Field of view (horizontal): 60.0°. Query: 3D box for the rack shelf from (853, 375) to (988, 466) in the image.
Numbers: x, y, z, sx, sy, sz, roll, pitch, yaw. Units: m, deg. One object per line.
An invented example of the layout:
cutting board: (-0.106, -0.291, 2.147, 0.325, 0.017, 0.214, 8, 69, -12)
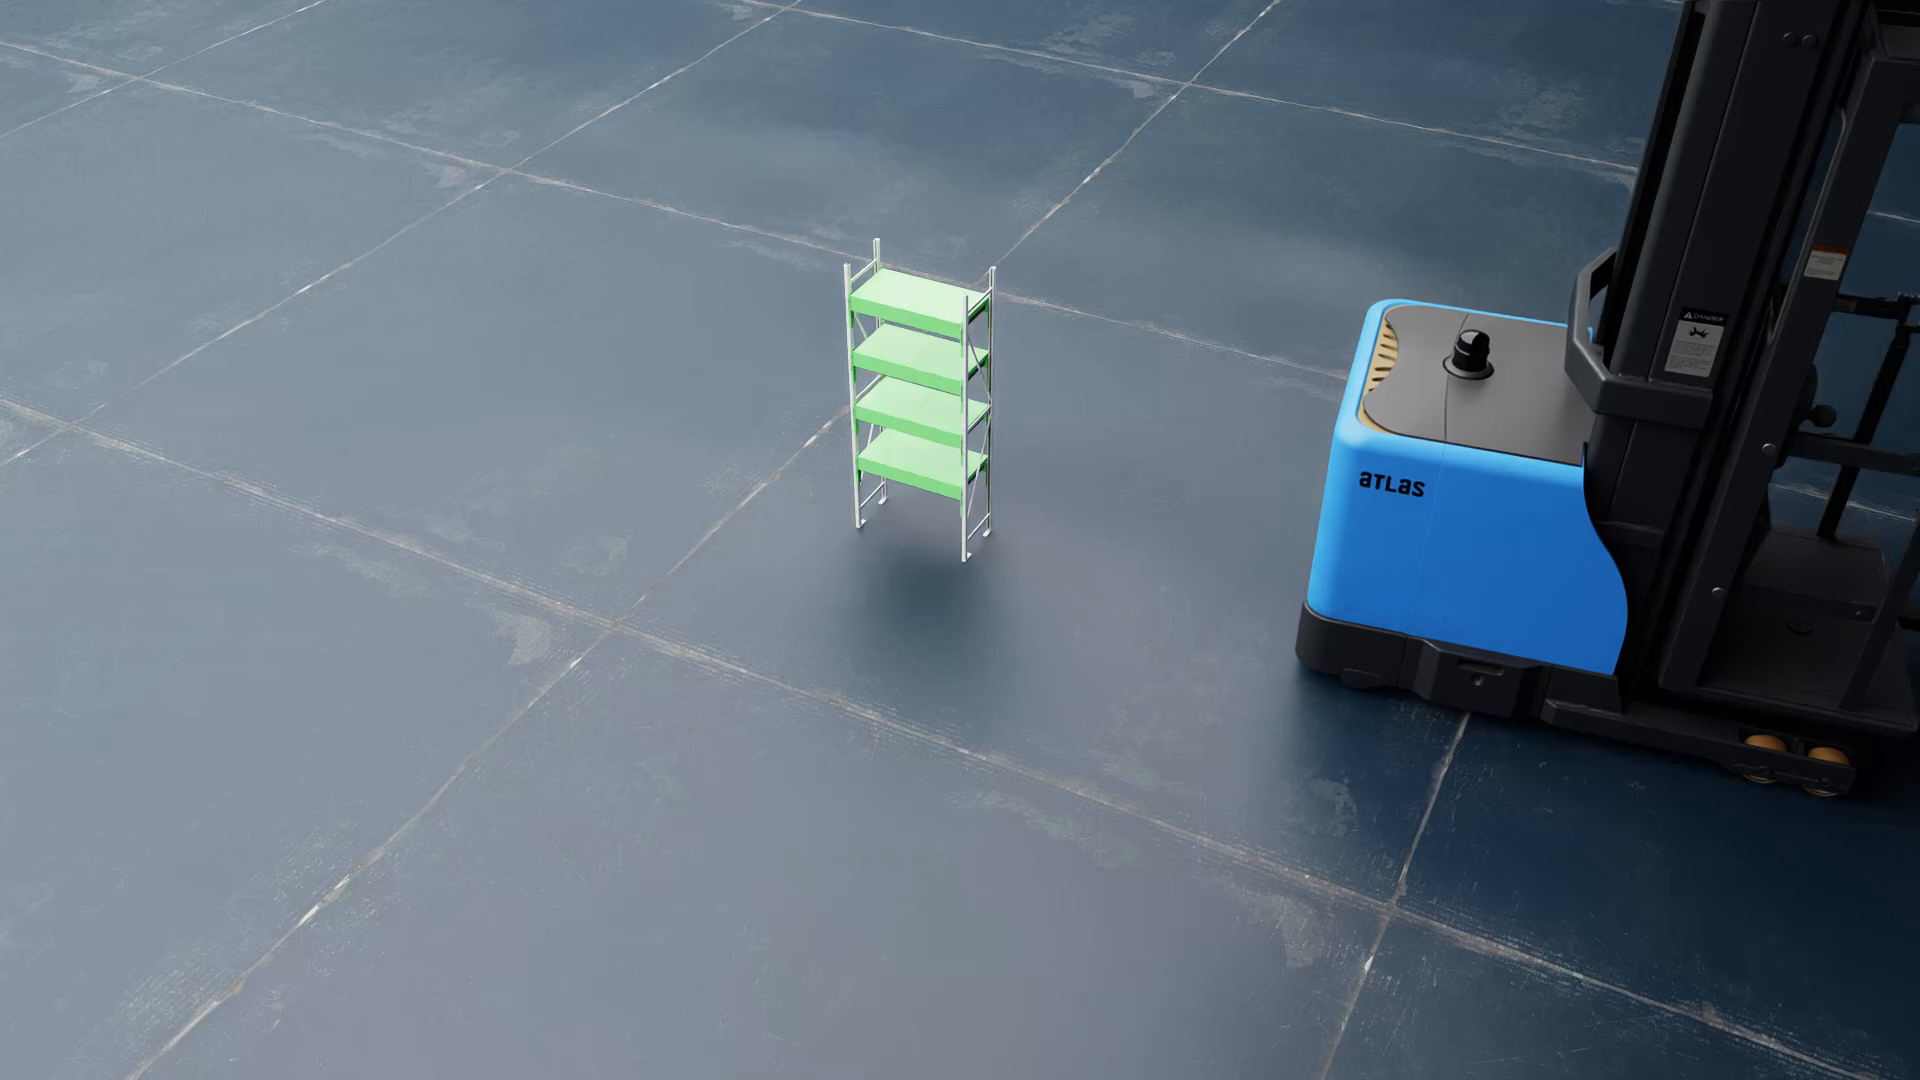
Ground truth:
rack shelf: (-0.147, -0.473, 6.487, 0.480, 0.148, 0.258, 17, 41, 21)

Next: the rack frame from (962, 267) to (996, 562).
rack frame: (0.070, -0.456, 6.358, 0.015, 1.200, 0.240, 17, 41, 21)

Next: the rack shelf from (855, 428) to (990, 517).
rack shelf: (-0.147, -0.282, 6.632, 0.480, 0.148, 0.258, 17, 41, 21)

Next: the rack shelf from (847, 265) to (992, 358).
rack shelf: (-0.147, -0.855, 6.196, 0.480, 0.148, 0.258, 17, 41, 21)

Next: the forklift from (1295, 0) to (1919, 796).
forklift: (2.802, -0.666, 5.203, 3.031, 2.935, 1.130, 11, 39, 15)

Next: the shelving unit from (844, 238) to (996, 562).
shelving unit: (-0.147, -0.524, 6.448, 0.503, 1.200, 0.258, 17, 41, 21)

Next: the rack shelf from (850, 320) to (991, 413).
rack shelf: (-0.147, -0.664, 6.341, 0.480, 0.148, 0.258, 17, 41, 21)

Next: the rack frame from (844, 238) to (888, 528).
rack frame: (-0.364, -0.592, 6.537, 0.015, 1.200, 0.240, 17, 41, 21)
